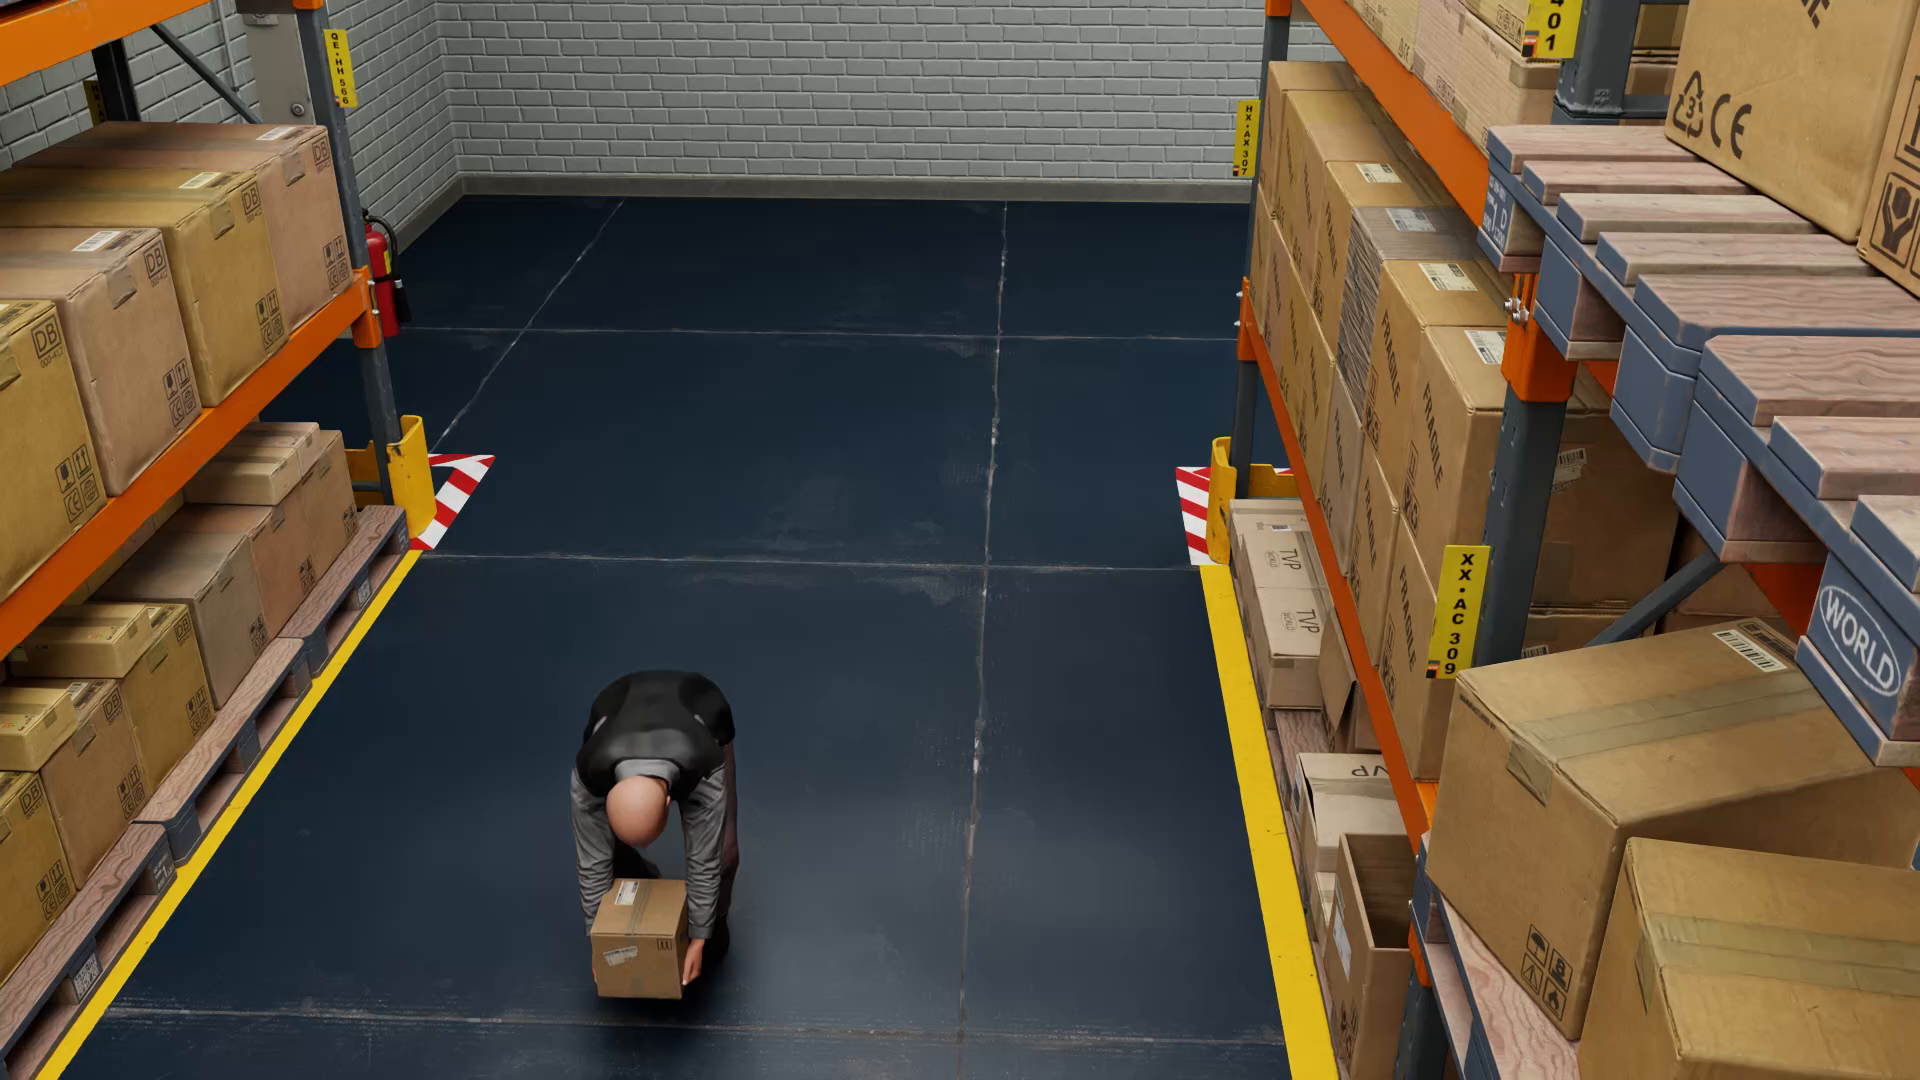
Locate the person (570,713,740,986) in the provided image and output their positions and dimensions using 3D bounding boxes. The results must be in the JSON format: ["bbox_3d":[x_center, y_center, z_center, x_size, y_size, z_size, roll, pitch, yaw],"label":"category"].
[{"bbox_3d":[-0.944,0.931,5.204,0.507,0.957,0.918,0,28,0],"label":"person"}]
